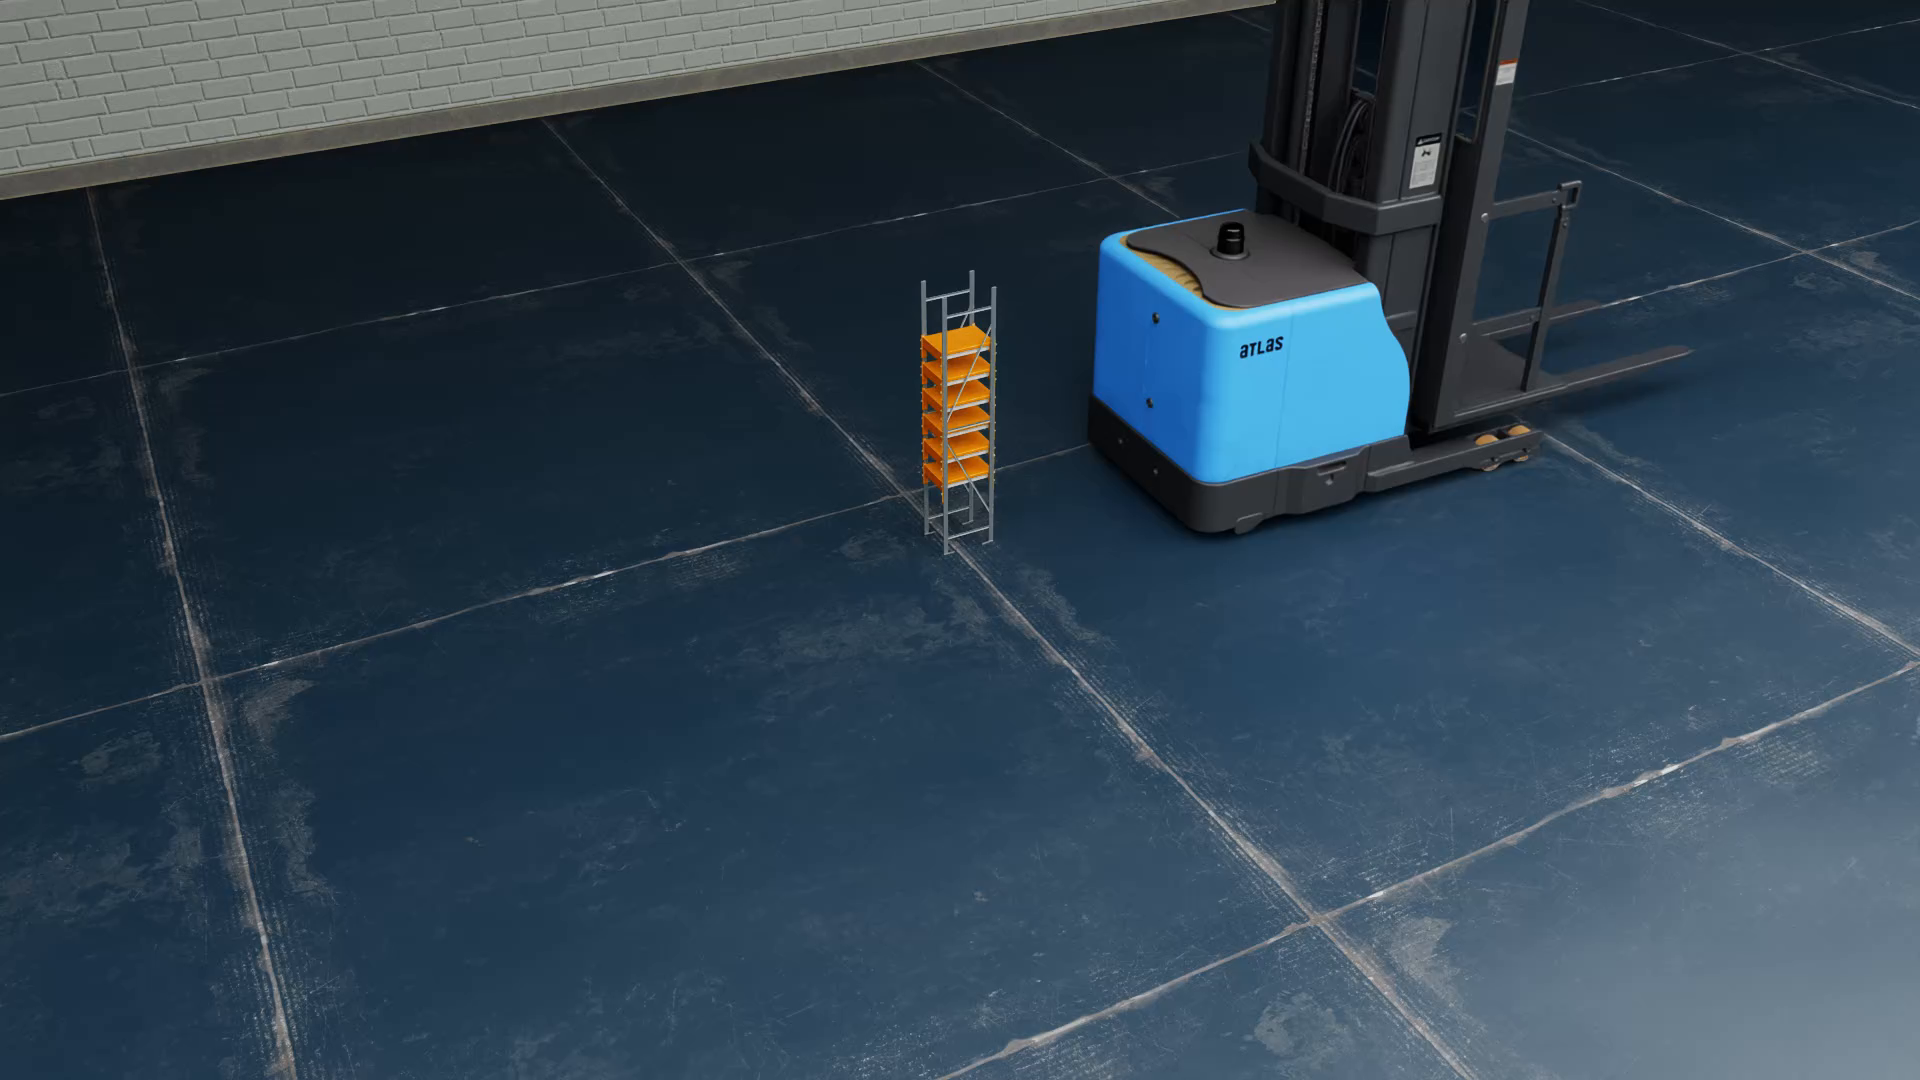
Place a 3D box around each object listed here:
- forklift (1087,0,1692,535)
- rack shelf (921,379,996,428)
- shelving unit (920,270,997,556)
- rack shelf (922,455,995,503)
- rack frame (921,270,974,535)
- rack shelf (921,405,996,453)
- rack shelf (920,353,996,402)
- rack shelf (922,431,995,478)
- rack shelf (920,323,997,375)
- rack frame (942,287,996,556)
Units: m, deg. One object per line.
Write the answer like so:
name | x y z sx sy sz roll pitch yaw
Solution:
forklift | 2.158 -1.797 7.337 3.031 2.935 1.130 -15 35 -22
rack shelf | -0.007 -0.576 6.896 0.258 0.103 0.180 -16 36 -23
shelving unit | -0.007 -0.512 6.937 0.258 1.200 0.189 -16 36 -23
rack shelf | -0.007 -0.273 7.091 0.258 0.103 0.180 -16 36 -23
rack frame | -0.049 -0.556 7.005 0.240 1.200 0.006 -16 36 -23
rack shelf | -0.007 -0.475 6.961 0.258 0.103 0.180 -16 36 -23
rack shelf | -0.007 -0.677 6.832 0.258 0.103 0.180 -16 36 -23
rack shelf | -0.007 -0.374 7.026 0.258 0.103 0.180 -16 36 -23
rack shelf | -0.007 -0.778 6.767 0.258 0.103 0.180 -16 36 -23
rack frame | 0.036 -0.468 6.869 0.240 1.200 0.006 -16 36 -23
